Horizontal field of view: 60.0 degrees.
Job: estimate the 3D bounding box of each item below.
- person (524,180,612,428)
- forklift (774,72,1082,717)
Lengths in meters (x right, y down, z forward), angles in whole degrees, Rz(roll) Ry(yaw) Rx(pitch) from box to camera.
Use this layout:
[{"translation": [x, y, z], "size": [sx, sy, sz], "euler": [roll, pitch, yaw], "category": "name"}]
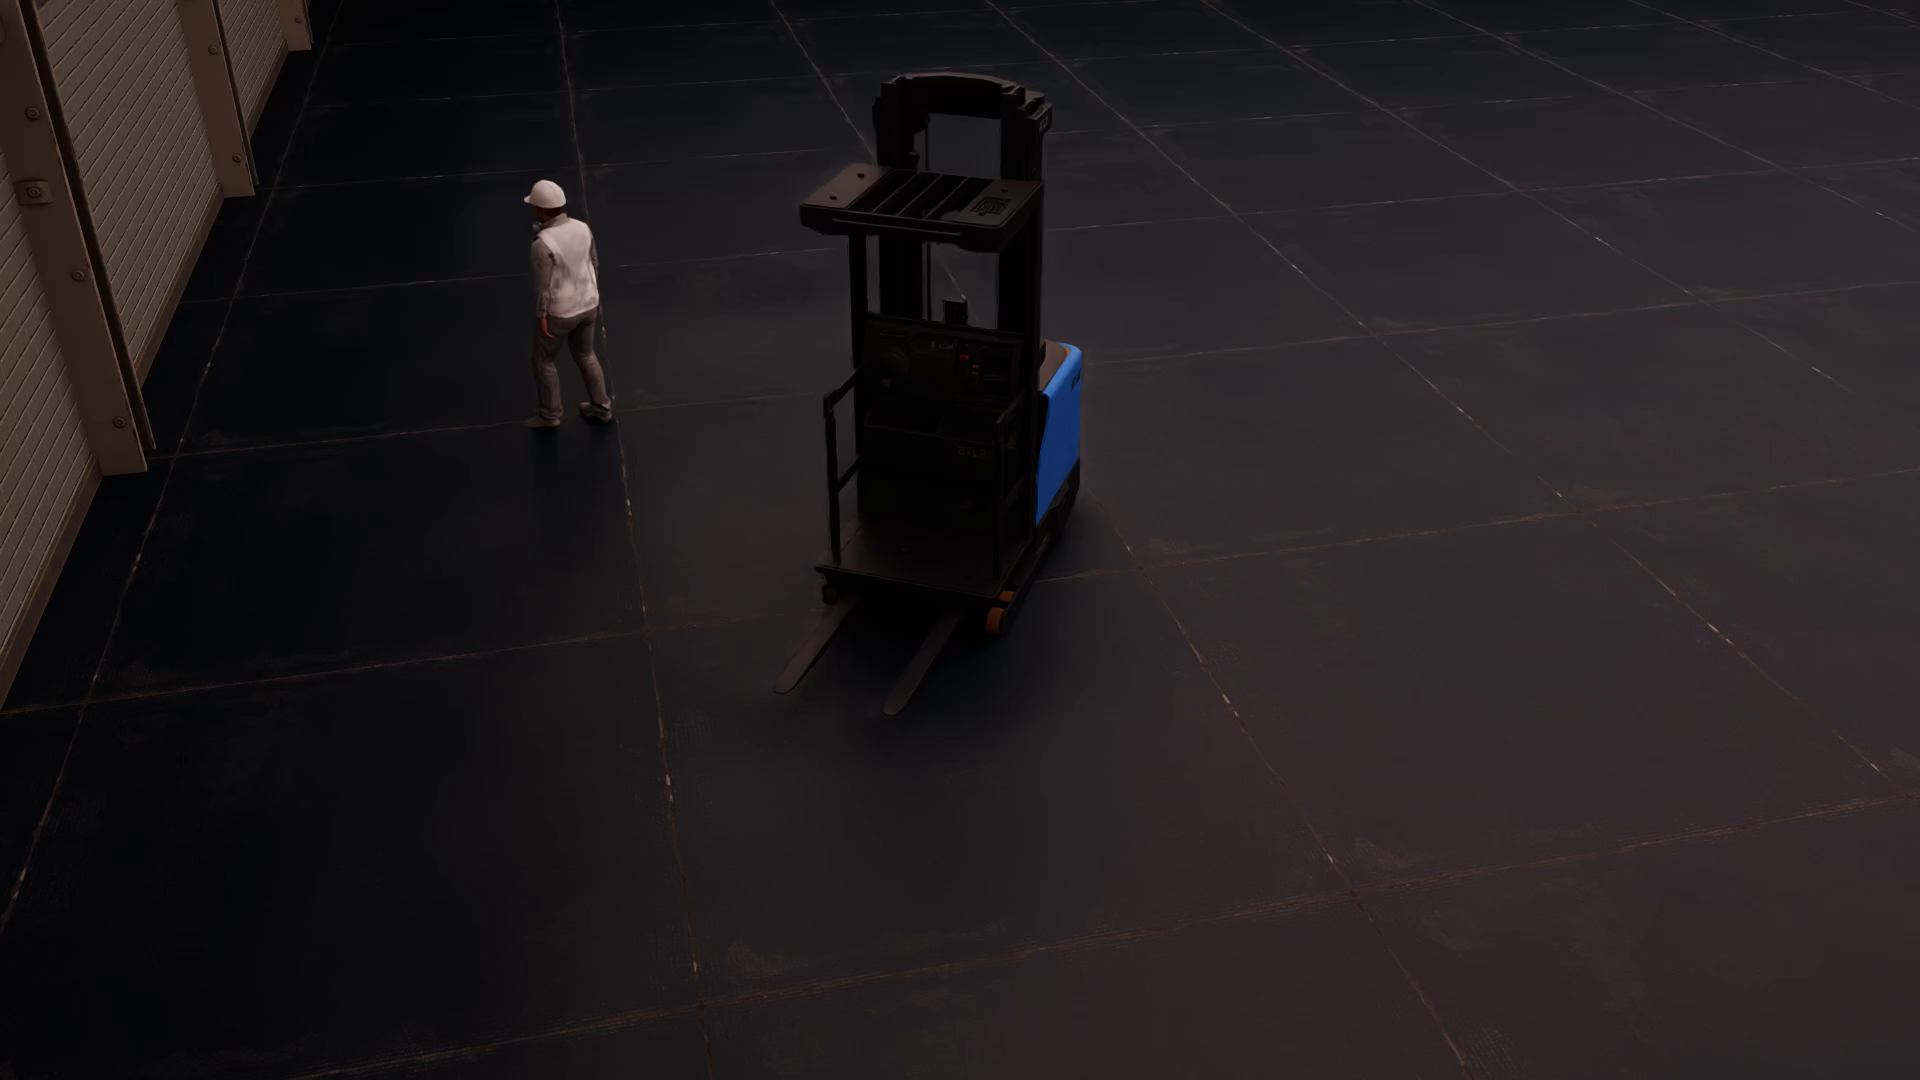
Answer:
[{"translation": [-2.780, -1.636, 11.603], "size": [0.520, 1.797, 0.613], "euler": [19, 35, 29], "category": "person"}, {"translation": [-0.171, -0.948, 9.211], "size": [1.130, 2.935, 3.031], "euler": [10, 31, 16], "category": "forklift"}]
